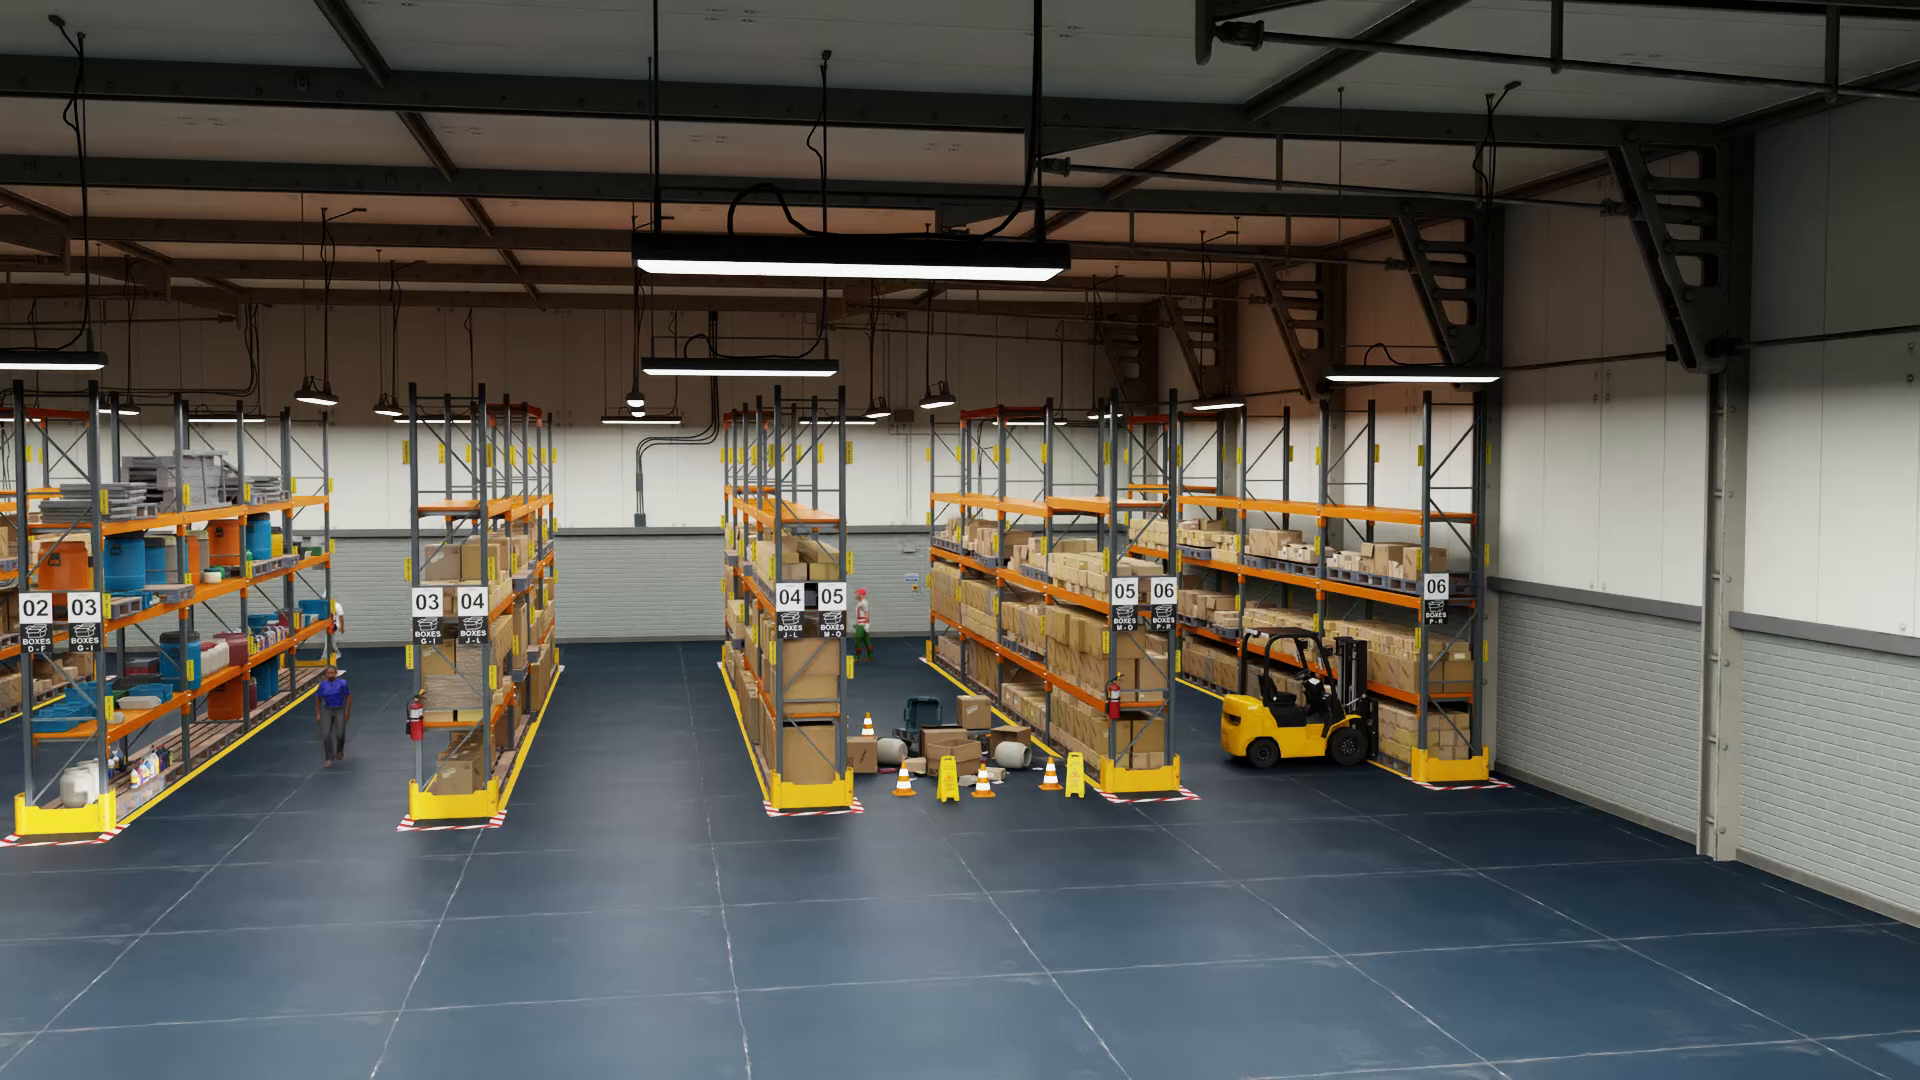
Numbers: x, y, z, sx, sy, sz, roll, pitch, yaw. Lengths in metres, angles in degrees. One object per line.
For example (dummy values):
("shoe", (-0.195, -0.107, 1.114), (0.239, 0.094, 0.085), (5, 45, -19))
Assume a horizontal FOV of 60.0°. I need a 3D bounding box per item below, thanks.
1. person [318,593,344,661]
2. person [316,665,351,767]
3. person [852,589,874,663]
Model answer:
("person", (-13.371, -0.561, 20.835), (12.655, 8.982, 37.865), (1, 3, 12))
("person", (-10.164, 2.835, 27.000), (0.540, 1.627, 0.535), (-1, 3, -10))
("person", (-2.406, 2.073, 40.229), (0.664, 1.798, 0.603), (0, 3, -6))
